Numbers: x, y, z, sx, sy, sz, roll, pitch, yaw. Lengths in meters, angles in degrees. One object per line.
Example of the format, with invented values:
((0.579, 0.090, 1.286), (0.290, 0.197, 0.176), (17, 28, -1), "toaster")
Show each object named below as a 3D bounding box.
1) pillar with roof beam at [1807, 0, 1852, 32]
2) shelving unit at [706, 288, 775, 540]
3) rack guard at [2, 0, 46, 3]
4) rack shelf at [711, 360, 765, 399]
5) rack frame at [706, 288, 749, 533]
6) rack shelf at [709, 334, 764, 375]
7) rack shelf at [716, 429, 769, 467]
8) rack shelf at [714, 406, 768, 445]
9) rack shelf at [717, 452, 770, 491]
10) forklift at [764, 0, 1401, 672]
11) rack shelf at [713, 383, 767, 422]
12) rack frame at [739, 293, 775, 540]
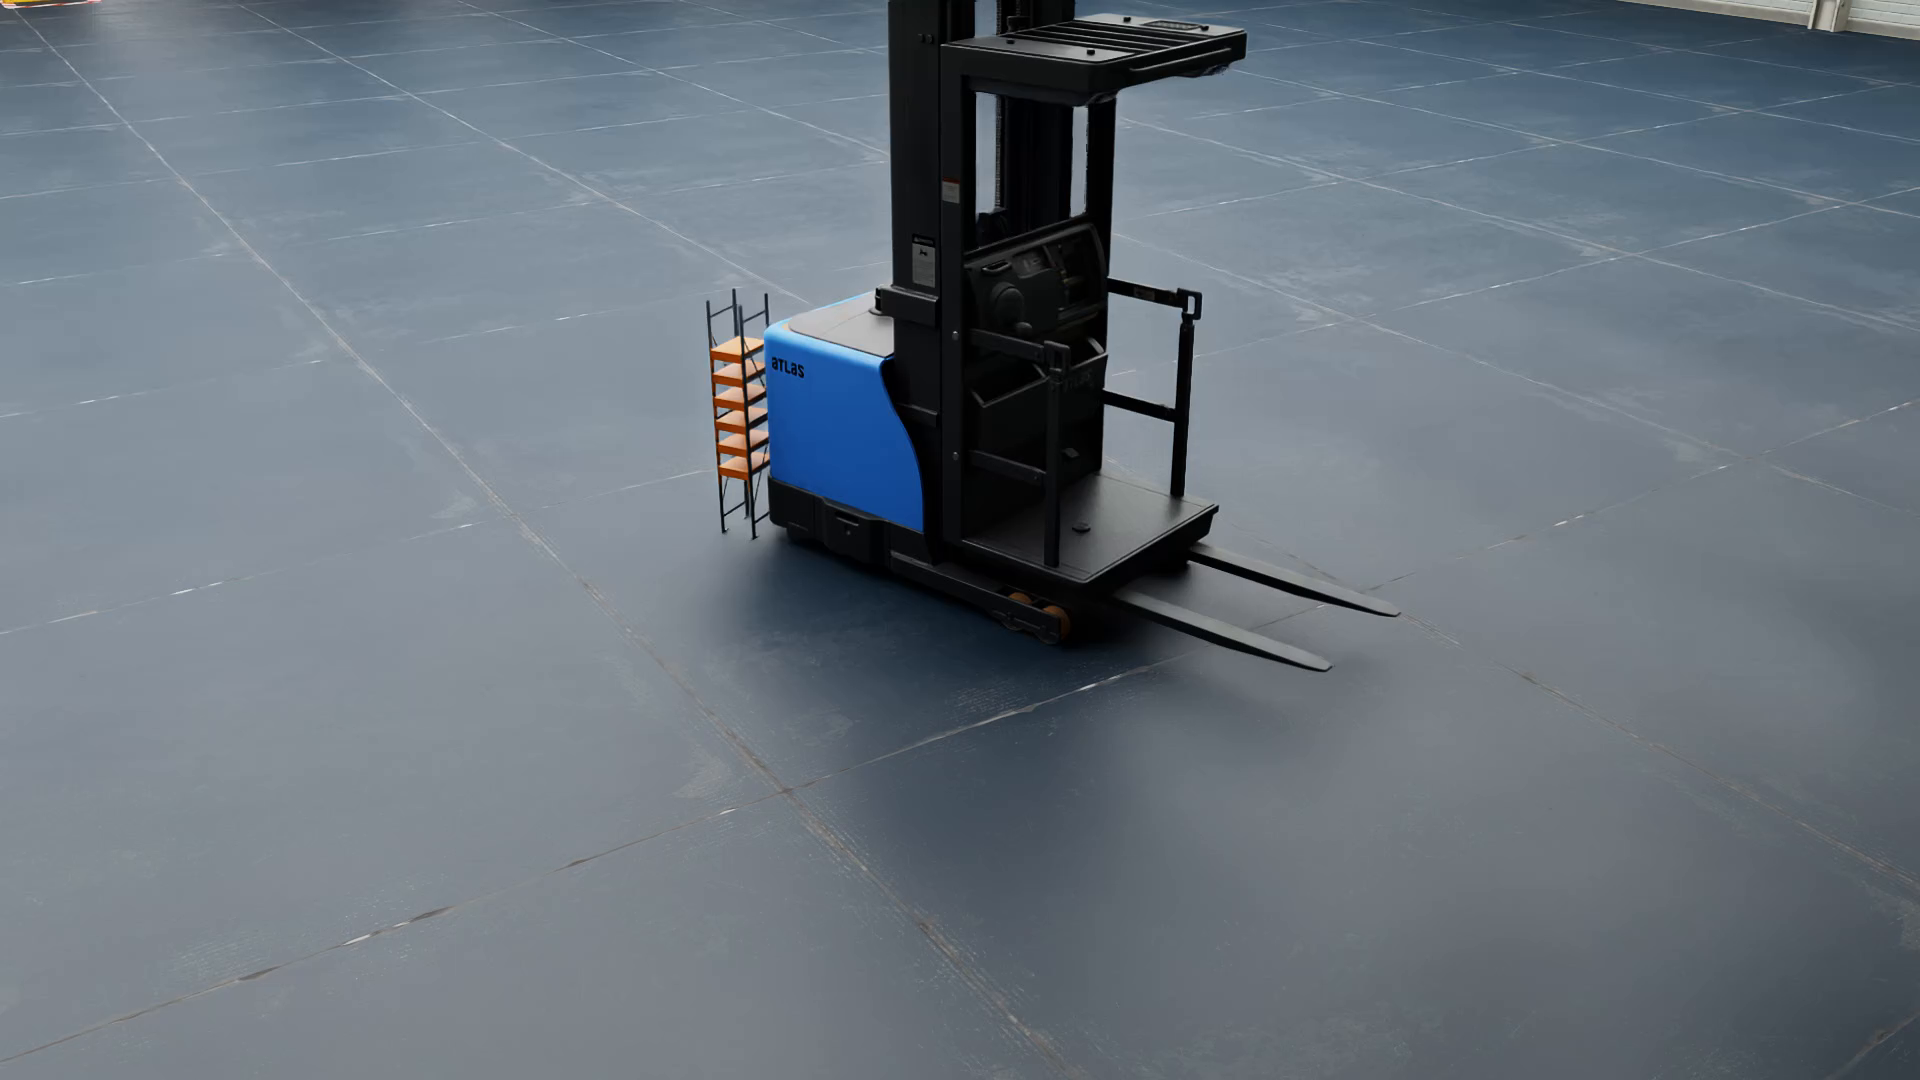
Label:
((8.689, -10.310, 19.549), (9.100, 9.000, 0.400), (-16, 29, -30), "pillar with roof beam")
((-1.056, -0.608, 8.132), (0.189, 1.200, 0.258), (12, 28, 24), "shelving unit")
((-14.596, -8.844, 26.398), (1.175, 0.500, 0.348), (-16, 29, -30), "rack guard")
((-1.056, -0.785, 8.049), (0.180, 0.103, 0.258), (12, 28, 24), "rack shelf")
((-1.138, -0.625, 8.169), (0.006, 1.200, 0.240), (12, 28, 24), "rack frame")
((-1.056, -0.893, 7.998), (0.180, 0.103, 0.258), (12, 28, 24), "rack shelf")
((-1.056, -0.459, 8.202), (0.180, 0.103, 0.258), (12, 28, 24), "rack shelf")
((-1.056, -0.568, 8.151), (0.180, 0.103, 0.258), (12, 28, 24), "rack shelf")
((-1.056, -0.351, 8.253), (0.180, 0.103, 0.258), (12, 28, 24), "rack shelf")
((0.506, -1.124, 7.197), (3.031, 2.935, 1.130), (20, 32, 35), "forklift")
((-1.056, -0.676, 8.100), (0.180, 0.103, 0.258), (12, 28, 24), "rack shelf")
((-0.974, -0.590, 8.095), (0.006, 1.200, 0.240), (12, 28, 24), "rack frame")
